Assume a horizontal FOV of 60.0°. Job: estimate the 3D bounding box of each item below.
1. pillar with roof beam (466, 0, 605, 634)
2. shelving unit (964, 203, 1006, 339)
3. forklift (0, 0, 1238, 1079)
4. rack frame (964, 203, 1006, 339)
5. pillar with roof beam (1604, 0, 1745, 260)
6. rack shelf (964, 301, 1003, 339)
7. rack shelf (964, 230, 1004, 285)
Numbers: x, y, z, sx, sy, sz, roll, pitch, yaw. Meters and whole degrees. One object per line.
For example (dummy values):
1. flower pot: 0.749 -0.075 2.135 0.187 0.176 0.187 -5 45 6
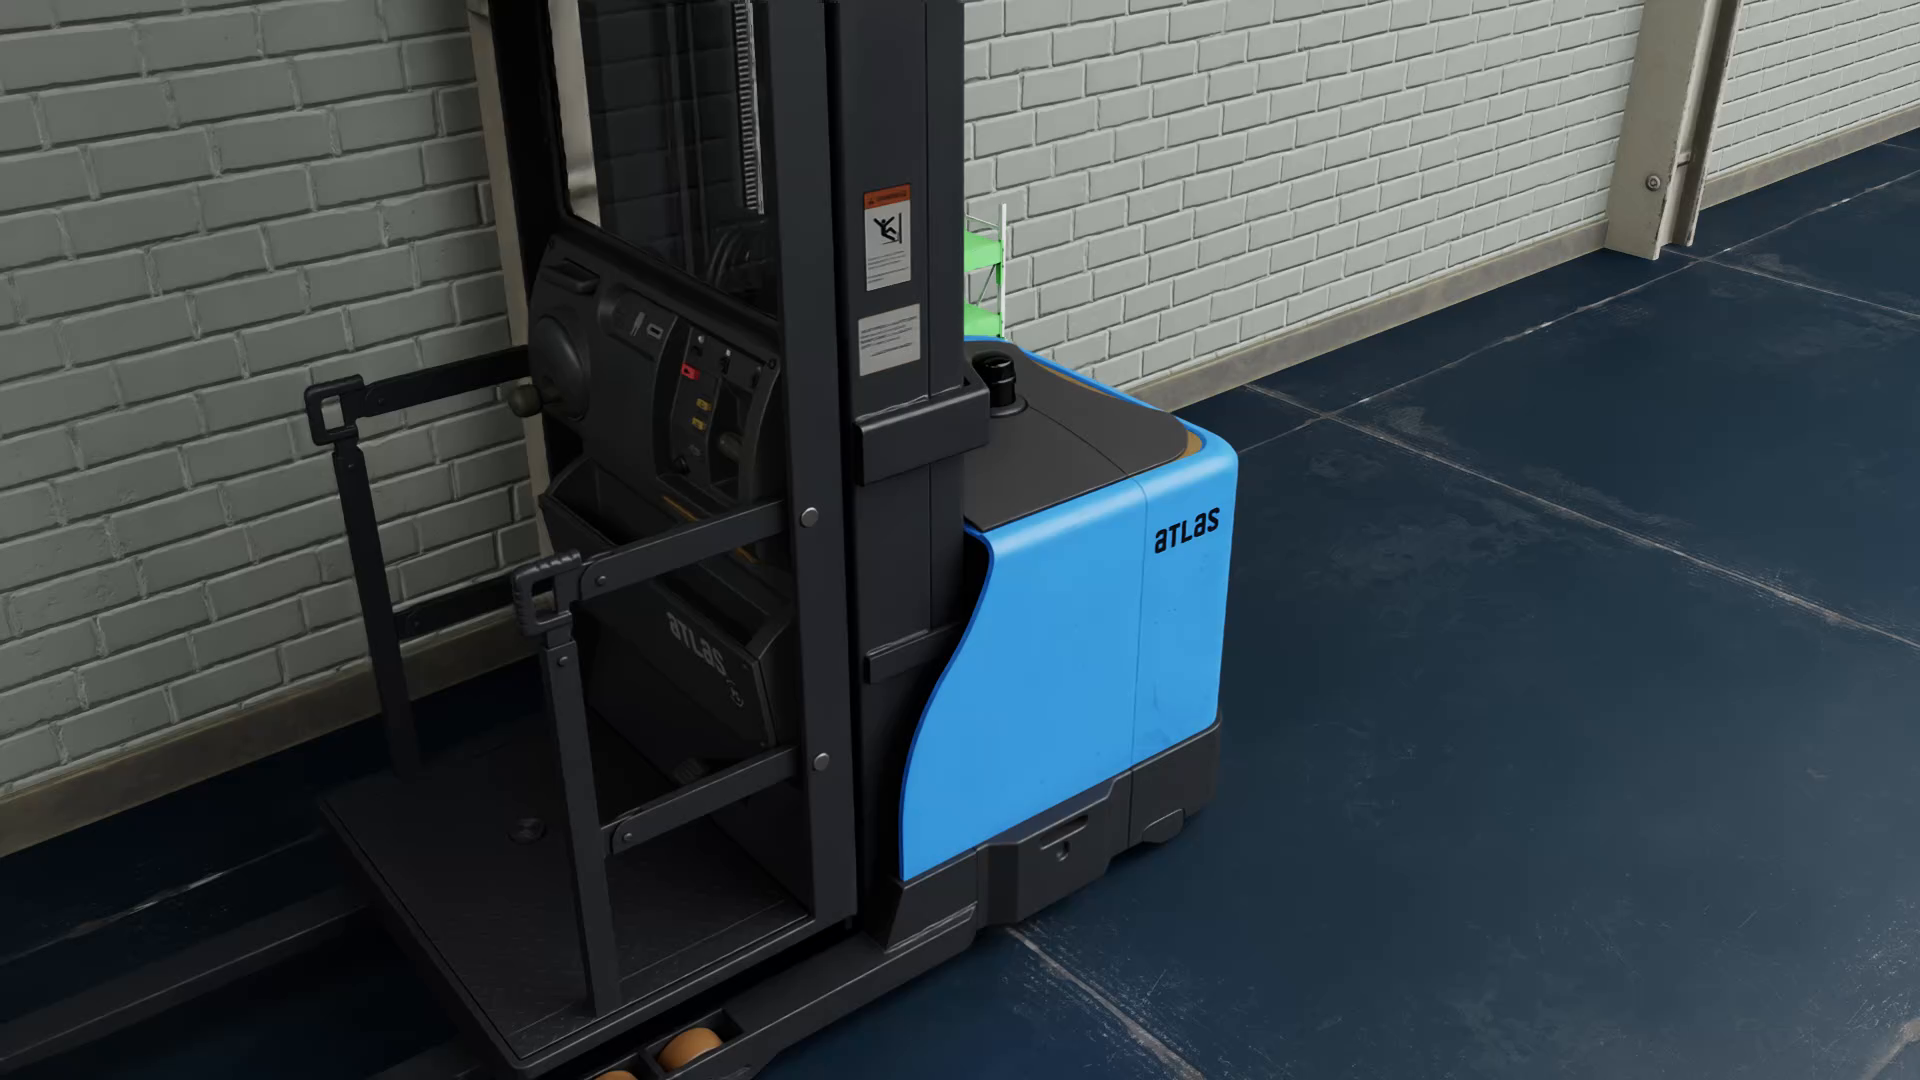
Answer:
1. pillar with roof beam: 1.777 -2.117 0.164 0.400 9.000 9.100 -22 35 -35
2. shelving unit: -0.126 -0.479 5.372 0.503 1.200 0.258 -22 35 -35
3. forklift: -0.797 -0.318 3.235 3.031 2.935 1.130 -21 34 -33
4. rack frame: 0.060 -0.553 5.512 0.015 1.200 0.240 -22 35 -35
5. pillar with roof beam: 6.342 -3.953 3.599 0.400 9.000 9.100 -22 35 -35
6. rack shelf: -0.126 -0.634 5.289 0.480 0.148 0.258 -22 35 -35
7. rack shelf: -0.126 -0.846 5.176 0.480 0.148 0.258 -22 35 -35
